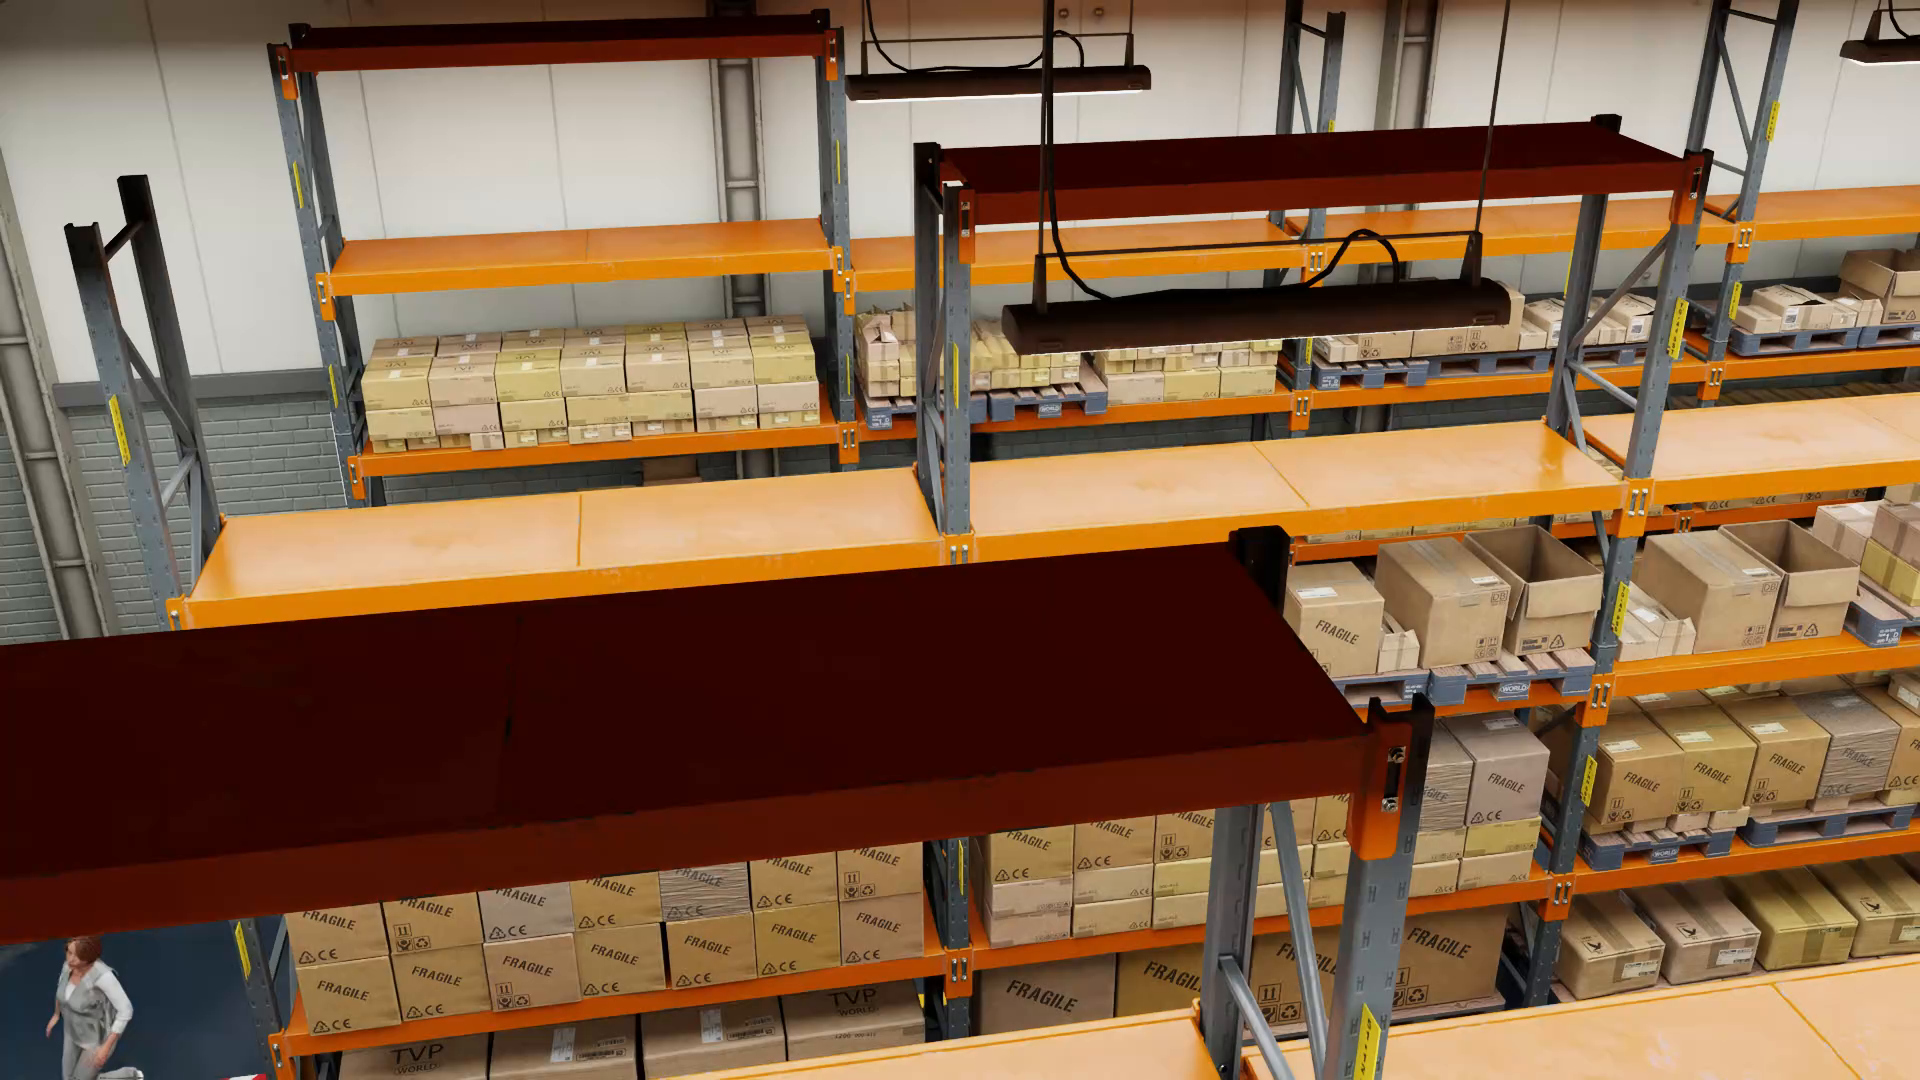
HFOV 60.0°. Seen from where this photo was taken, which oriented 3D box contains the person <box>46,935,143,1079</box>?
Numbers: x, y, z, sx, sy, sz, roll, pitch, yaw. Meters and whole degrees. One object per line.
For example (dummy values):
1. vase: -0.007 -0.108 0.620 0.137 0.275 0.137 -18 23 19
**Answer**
1. person: -5.344 3.053 10.241 0.601 1.549 0.473 15 30 28
